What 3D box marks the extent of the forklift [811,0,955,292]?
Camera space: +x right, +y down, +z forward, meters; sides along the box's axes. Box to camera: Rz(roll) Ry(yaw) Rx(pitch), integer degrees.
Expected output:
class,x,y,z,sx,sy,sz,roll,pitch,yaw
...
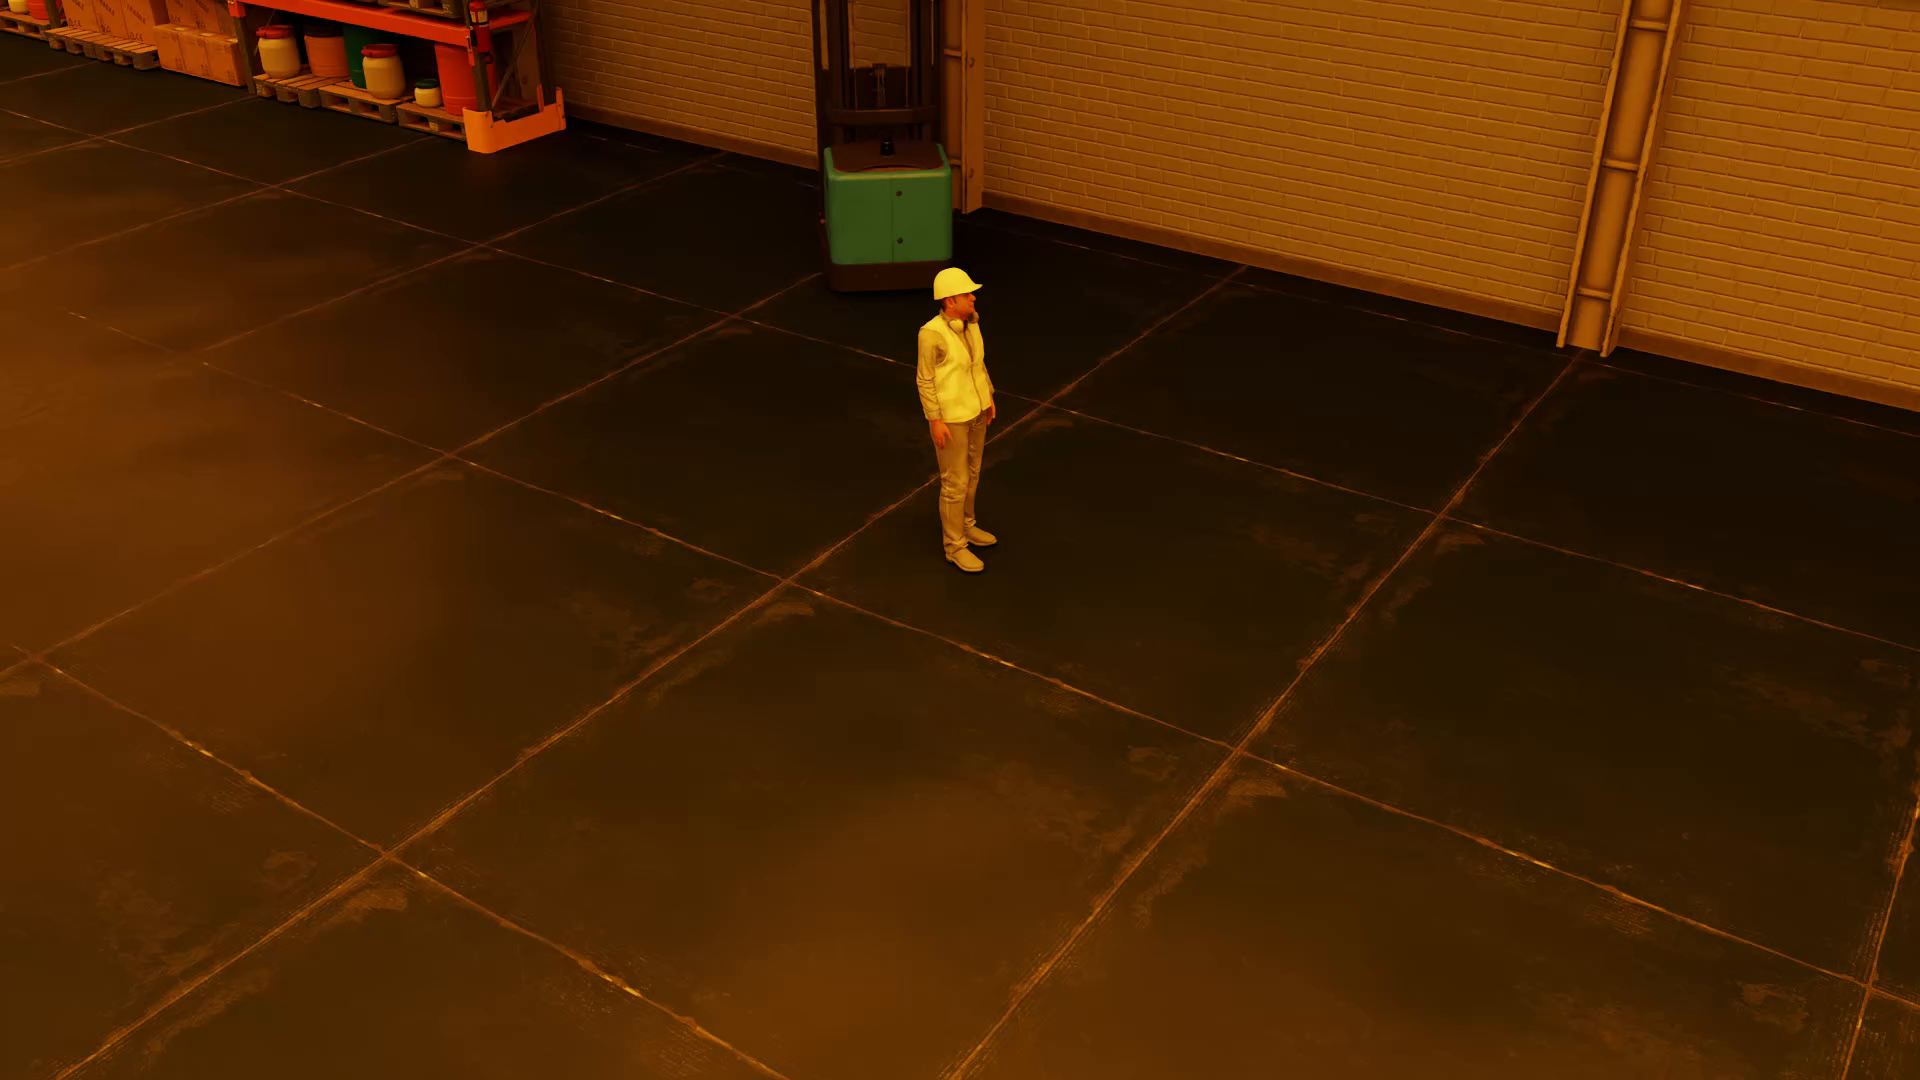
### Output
class,x,y,z,sx,sy,sz,roll,pitch,yaw
forklift,-0.739,-4.061,14.575,1.130,2.935,3.031,-4,30,-6

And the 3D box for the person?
class,x,y,z,sx,sy,sz,roll,pitch,yaw
person,0.048,-0.753,10.015,0.566,1.775,0.634,19,35,29
